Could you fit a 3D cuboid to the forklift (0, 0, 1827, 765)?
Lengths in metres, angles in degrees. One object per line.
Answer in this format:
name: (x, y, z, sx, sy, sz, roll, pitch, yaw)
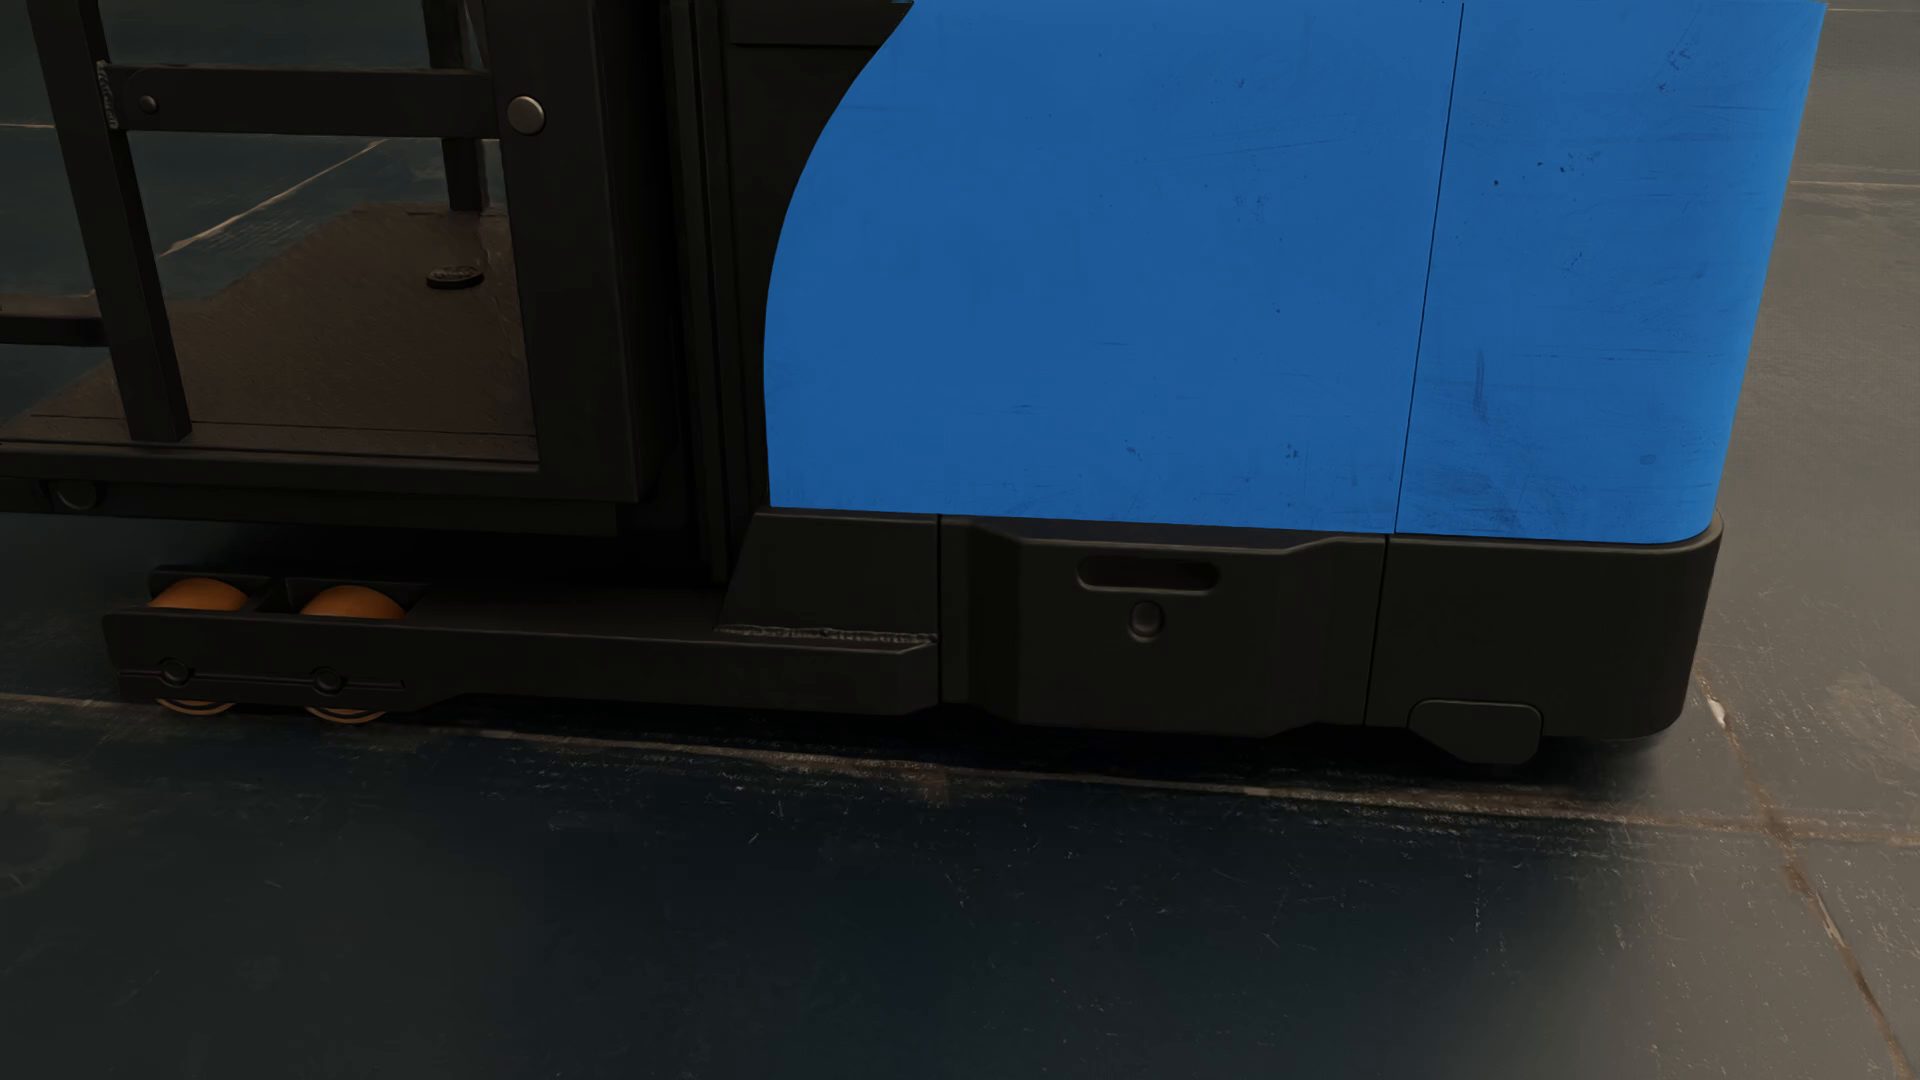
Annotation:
forklift: (-0.614, -1.317, 1.857, 3.031, 2.935, 1.130, 3, 27, 5)
